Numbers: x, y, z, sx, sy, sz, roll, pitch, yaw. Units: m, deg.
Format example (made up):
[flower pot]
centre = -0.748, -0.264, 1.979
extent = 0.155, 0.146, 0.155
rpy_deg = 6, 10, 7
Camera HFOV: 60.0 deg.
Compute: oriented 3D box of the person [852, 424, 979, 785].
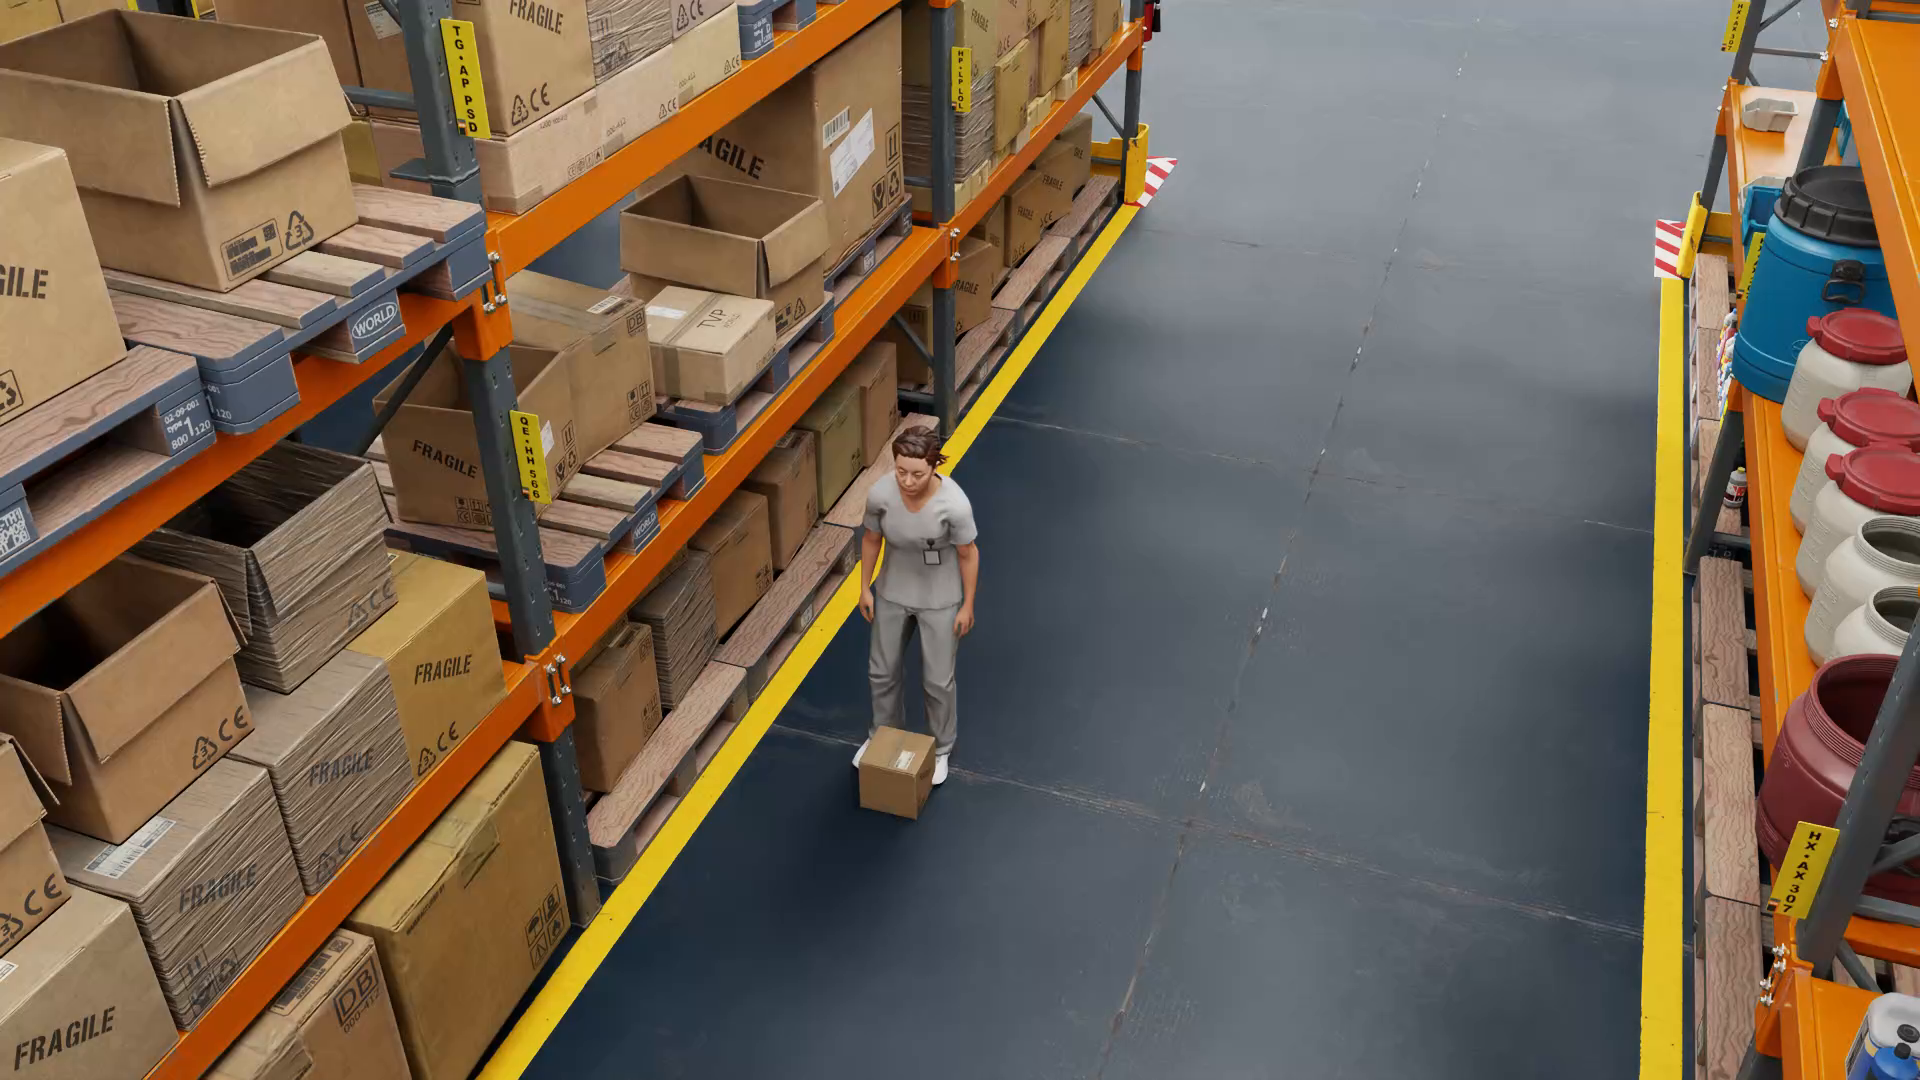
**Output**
[person]
centre = -0.183, 0.261, 6.764
extent = 0.514, 1.652, 0.343
rpy_deg = 9, 35, 14
